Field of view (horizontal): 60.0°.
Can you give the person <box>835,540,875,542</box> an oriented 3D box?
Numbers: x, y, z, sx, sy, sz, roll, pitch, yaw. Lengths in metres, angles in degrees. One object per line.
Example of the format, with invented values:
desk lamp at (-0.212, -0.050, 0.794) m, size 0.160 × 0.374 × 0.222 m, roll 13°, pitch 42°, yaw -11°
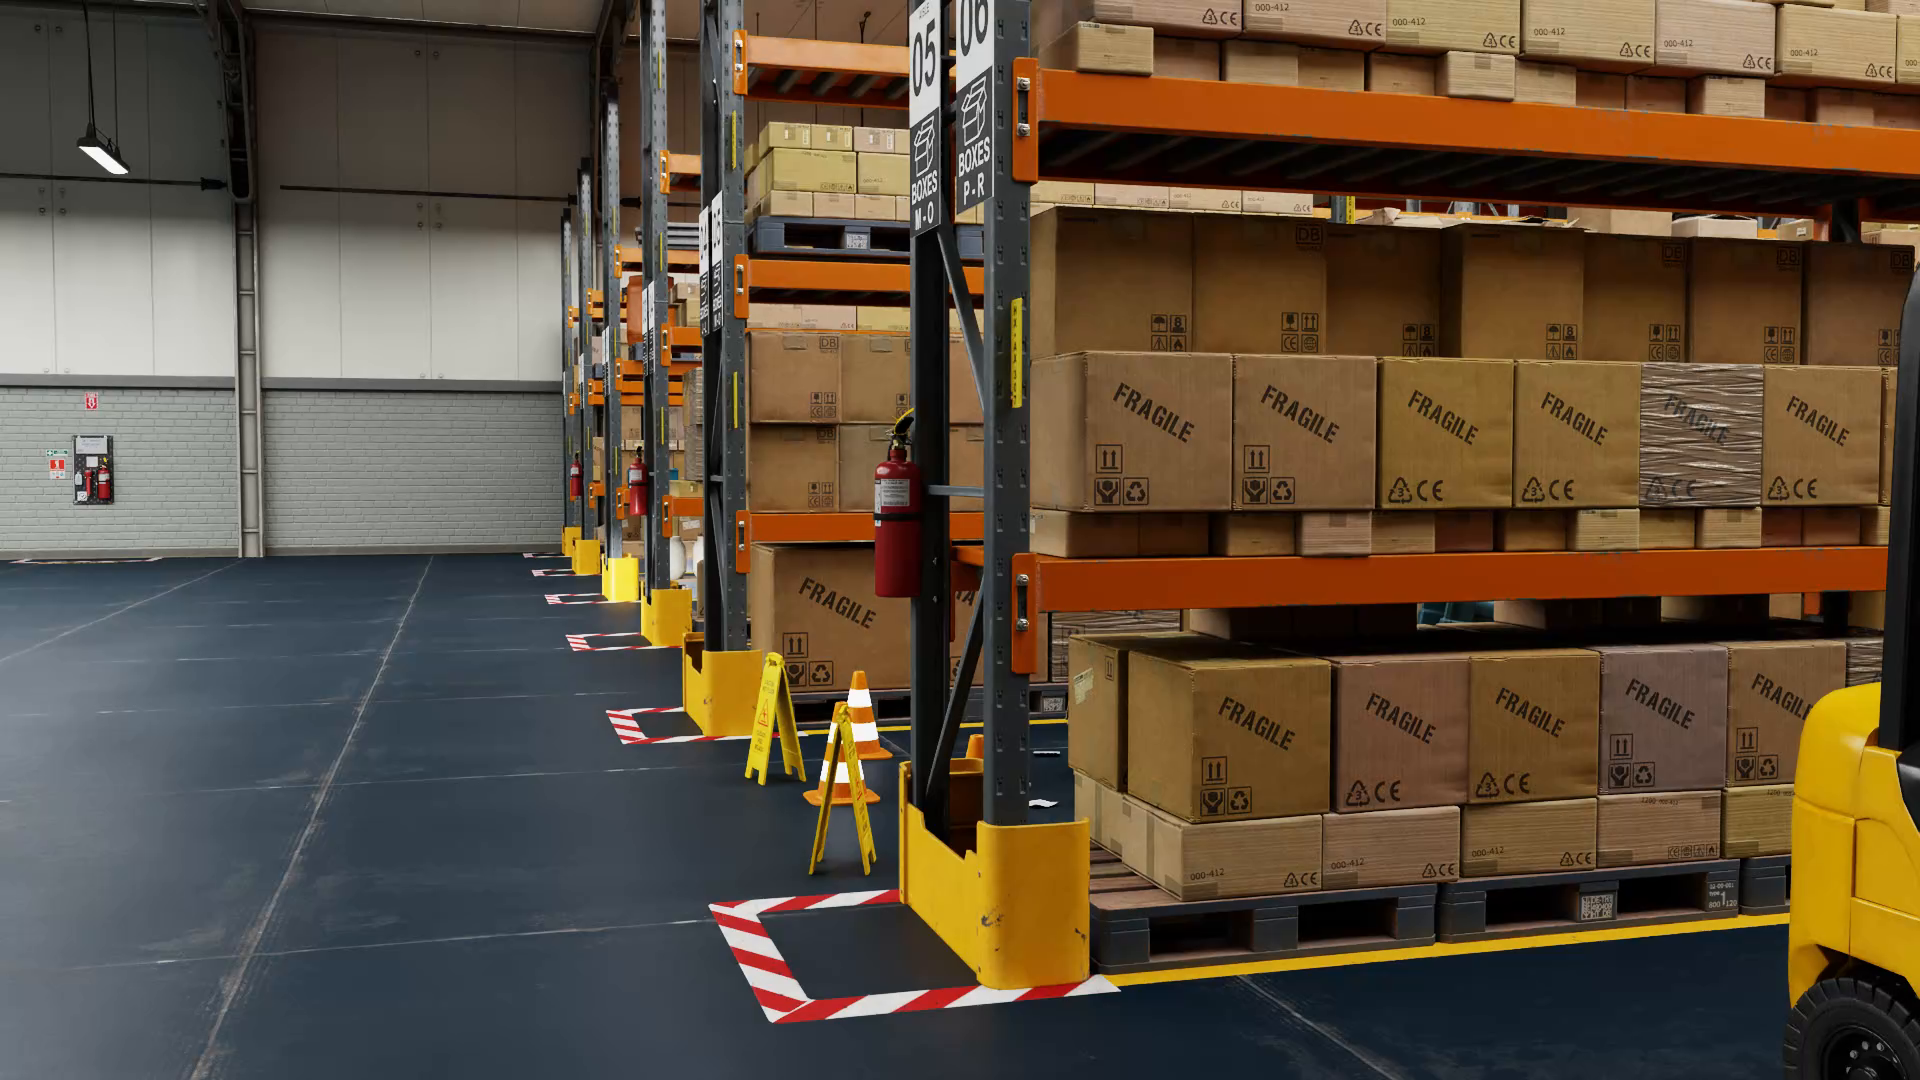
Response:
person at (-1.068, 0.225, 17.789) m, size 1.032 × 1.130 × 0.530 m, roll -1°, pitch 3°, yaw -19°
